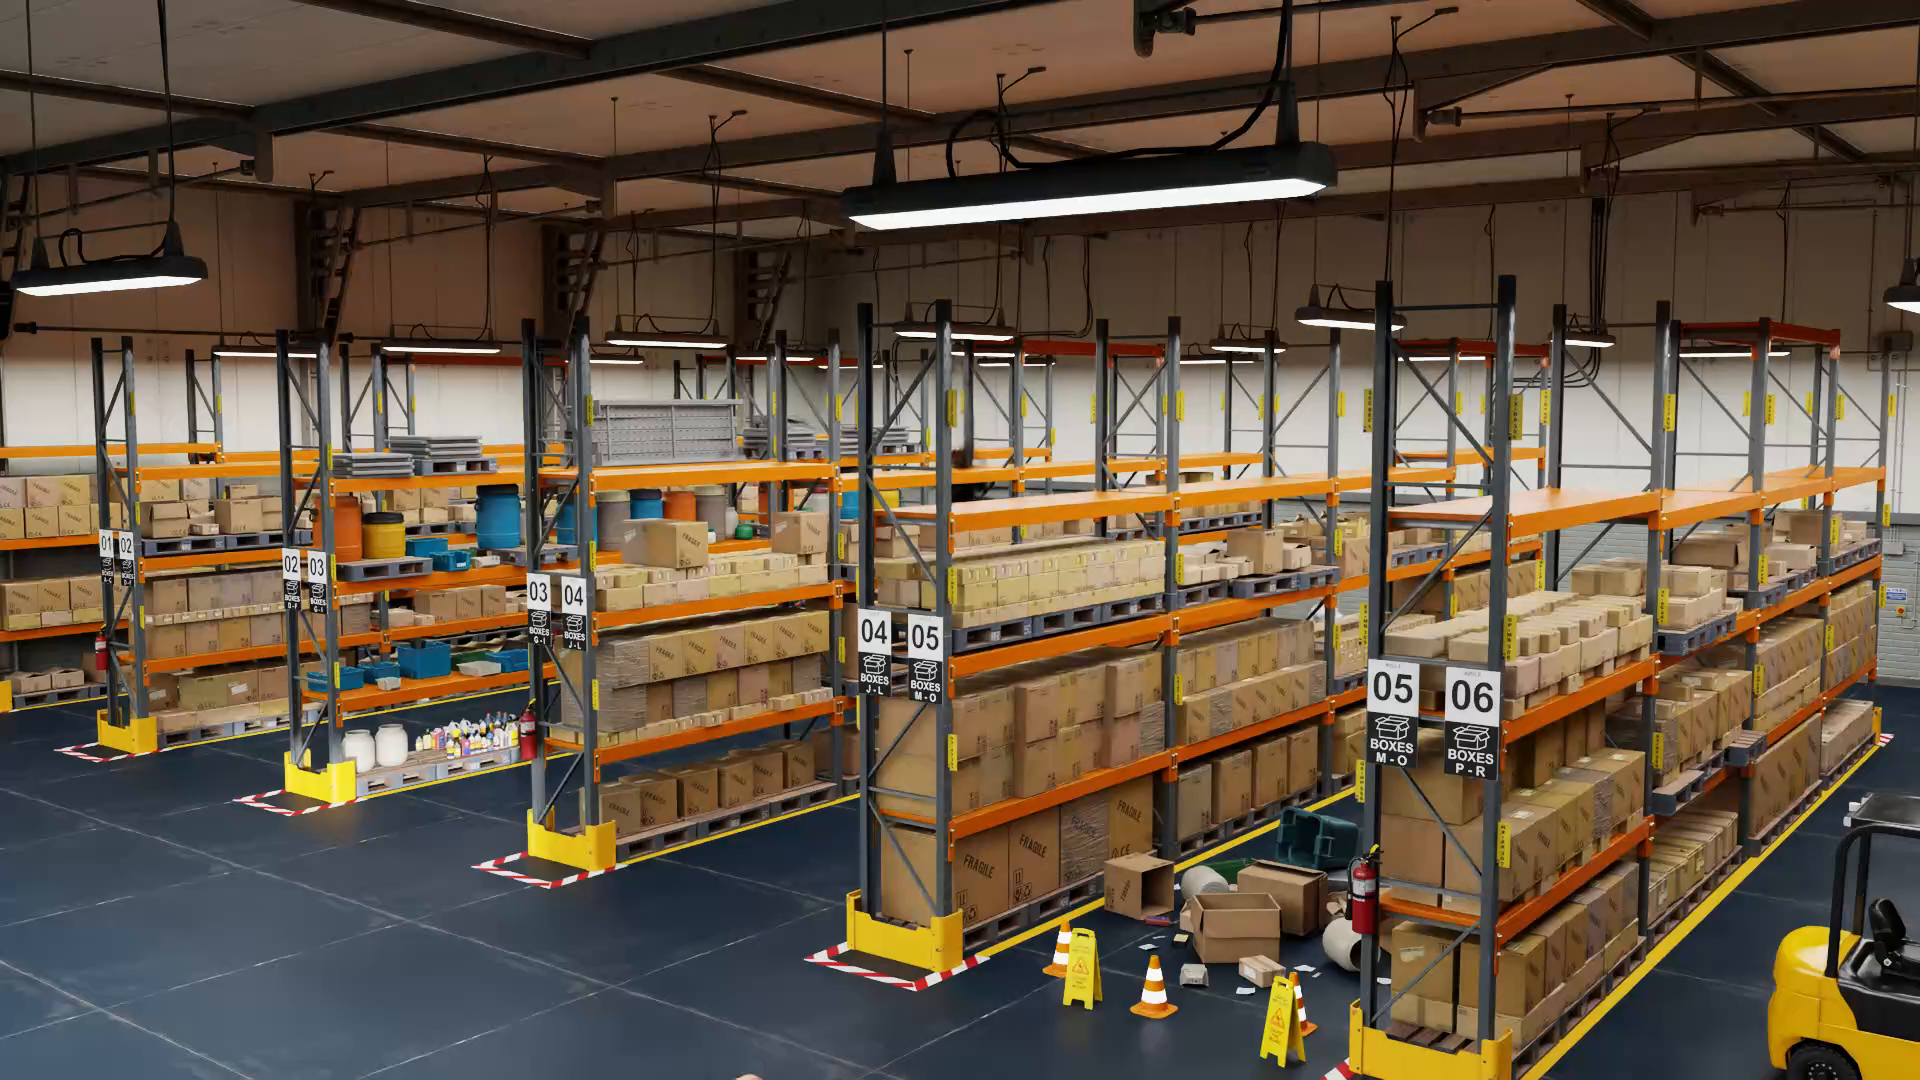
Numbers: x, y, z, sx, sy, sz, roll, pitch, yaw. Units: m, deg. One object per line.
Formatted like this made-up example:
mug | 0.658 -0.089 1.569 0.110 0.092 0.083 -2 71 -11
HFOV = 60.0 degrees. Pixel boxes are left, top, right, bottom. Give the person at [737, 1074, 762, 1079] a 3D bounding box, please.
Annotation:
person | -1.068 3.572 8.588 0.678 1.763 0.851 -1 5 -10

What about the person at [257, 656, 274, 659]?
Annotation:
person | -11.903 1.895 28.589 0.547 1.588 0.669 2 6 25

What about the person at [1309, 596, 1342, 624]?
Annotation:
person | 6.718 1.705 30.558 0.644 1.636 0.772 1 5 9

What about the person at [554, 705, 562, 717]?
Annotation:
person | -6.163 2.016 27.075 0.547 1.670 1.041 4 6 37
